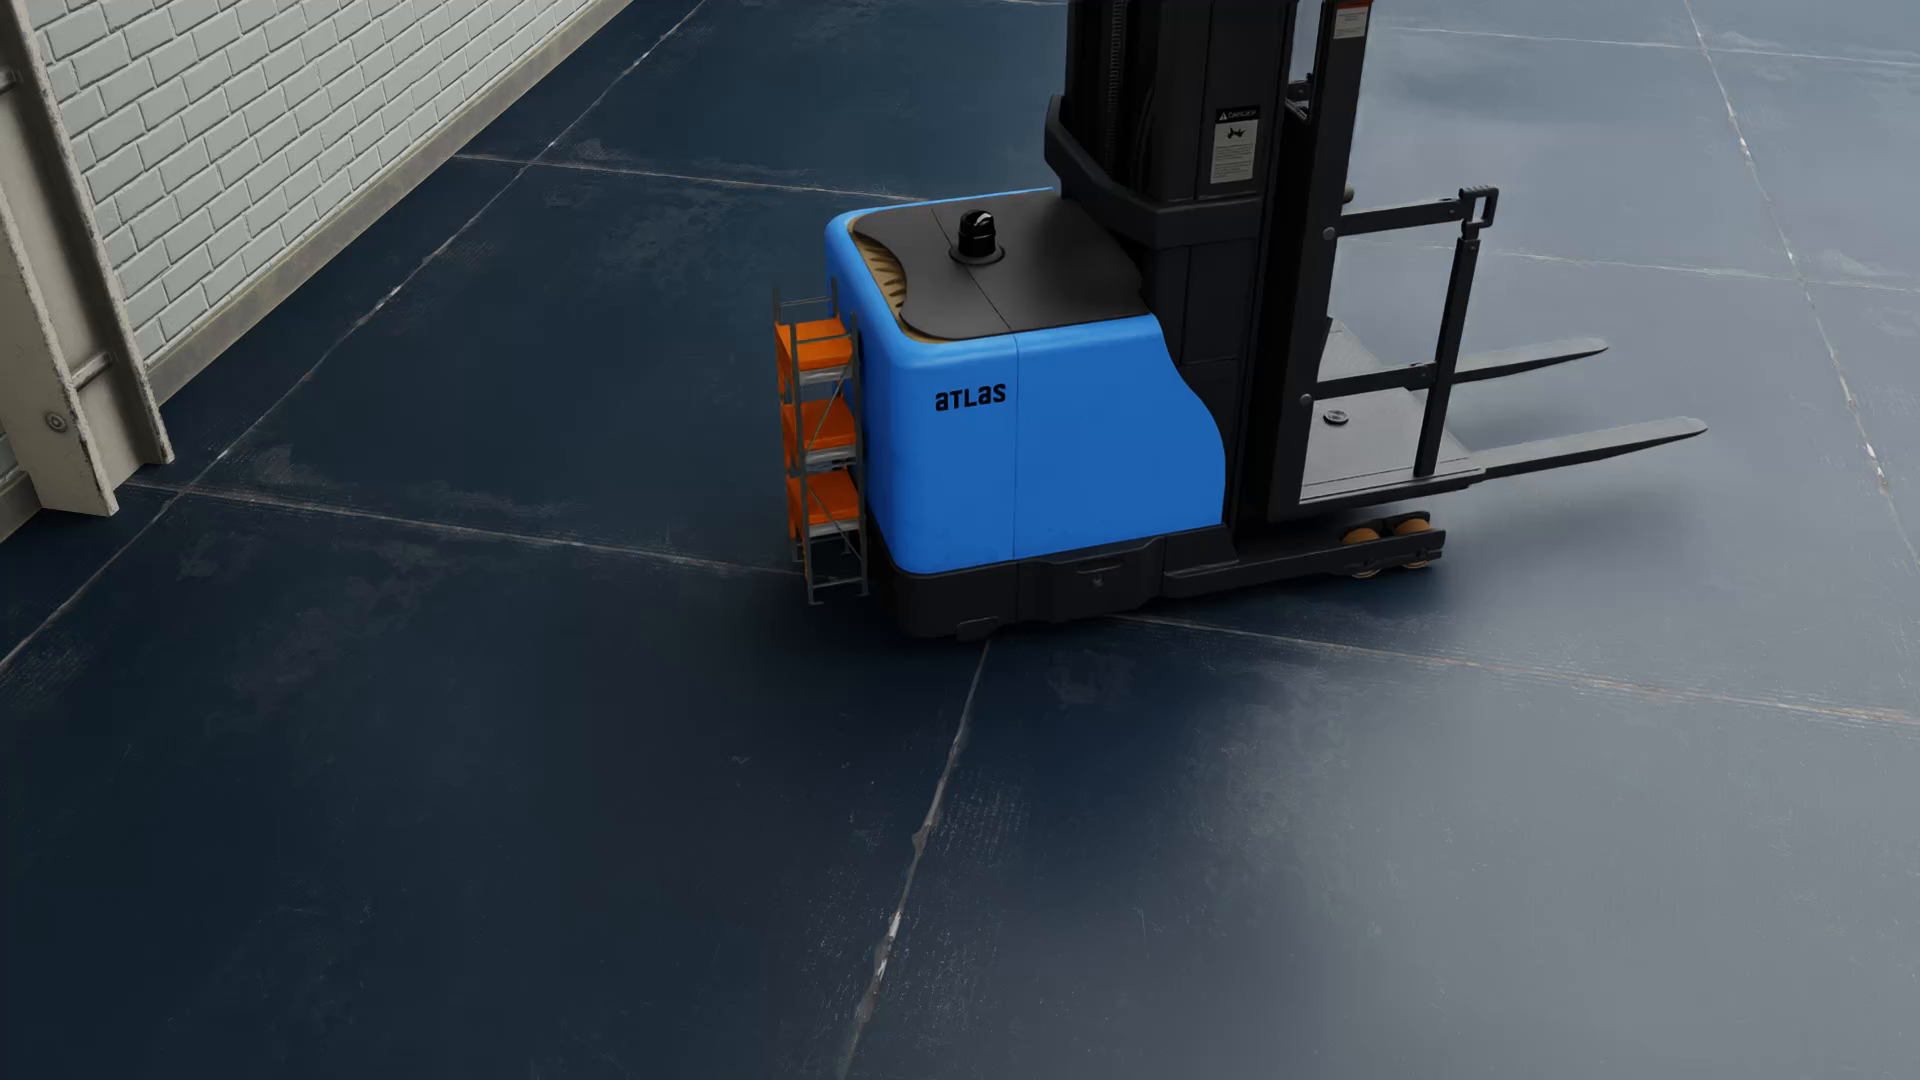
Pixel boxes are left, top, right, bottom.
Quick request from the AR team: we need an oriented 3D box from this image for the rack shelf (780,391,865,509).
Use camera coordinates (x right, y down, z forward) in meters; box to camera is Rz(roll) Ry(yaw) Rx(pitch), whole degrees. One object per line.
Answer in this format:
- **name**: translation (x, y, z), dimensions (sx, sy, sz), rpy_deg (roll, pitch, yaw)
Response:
- **rack shelf**: translation (-0.436, -0.287, 5.270), dimensions (0.215, 0.259, 0.240), rpy_deg (-10, 37, -14)

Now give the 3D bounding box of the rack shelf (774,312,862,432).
- **rack shelf**: translation (-0.436, -0.517, 5.104), dimensions (0.215, 0.259, 0.240), rpy_deg (-10, 37, -14)

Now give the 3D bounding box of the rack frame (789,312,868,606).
- **rack frame**: translation (-0.400, -0.228, 5.169), dimensions (0.200, 1.050, 0.008), rpy_deg (-10, 37, -14)

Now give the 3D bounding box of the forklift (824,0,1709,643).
- **forklift**: translation (1.123, -1.347, 5.111), dimensions (3.031, 2.935, 1.130), rpy_deg (-10, 37, -13)

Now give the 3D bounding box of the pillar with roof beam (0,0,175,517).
- **pillar with roof beam**: translation (1.101, -3.319, 2.662), dimensions (9.100, 9.000, 0.400), rpy_deg (7, 37, 10)

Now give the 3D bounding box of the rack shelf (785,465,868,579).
- **rack shelf**: translation (-0.436, -0.062, 5.433), dimensions (0.215, 0.259, 0.240), rpy_deg (-10, 37, -14)

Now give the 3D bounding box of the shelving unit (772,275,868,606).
- **shelving unit**: translation (-0.436, -0.296, 5.264), dimensions (0.215, 1.050, 0.252), rpy_deg (-10, 37, -14)

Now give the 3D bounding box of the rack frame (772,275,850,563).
- **rack frame**: translation (-0.472, -0.365, 5.358), dimensions (0.200, 1.050, 0.008), rpy_deg (-10, 37, -14)
